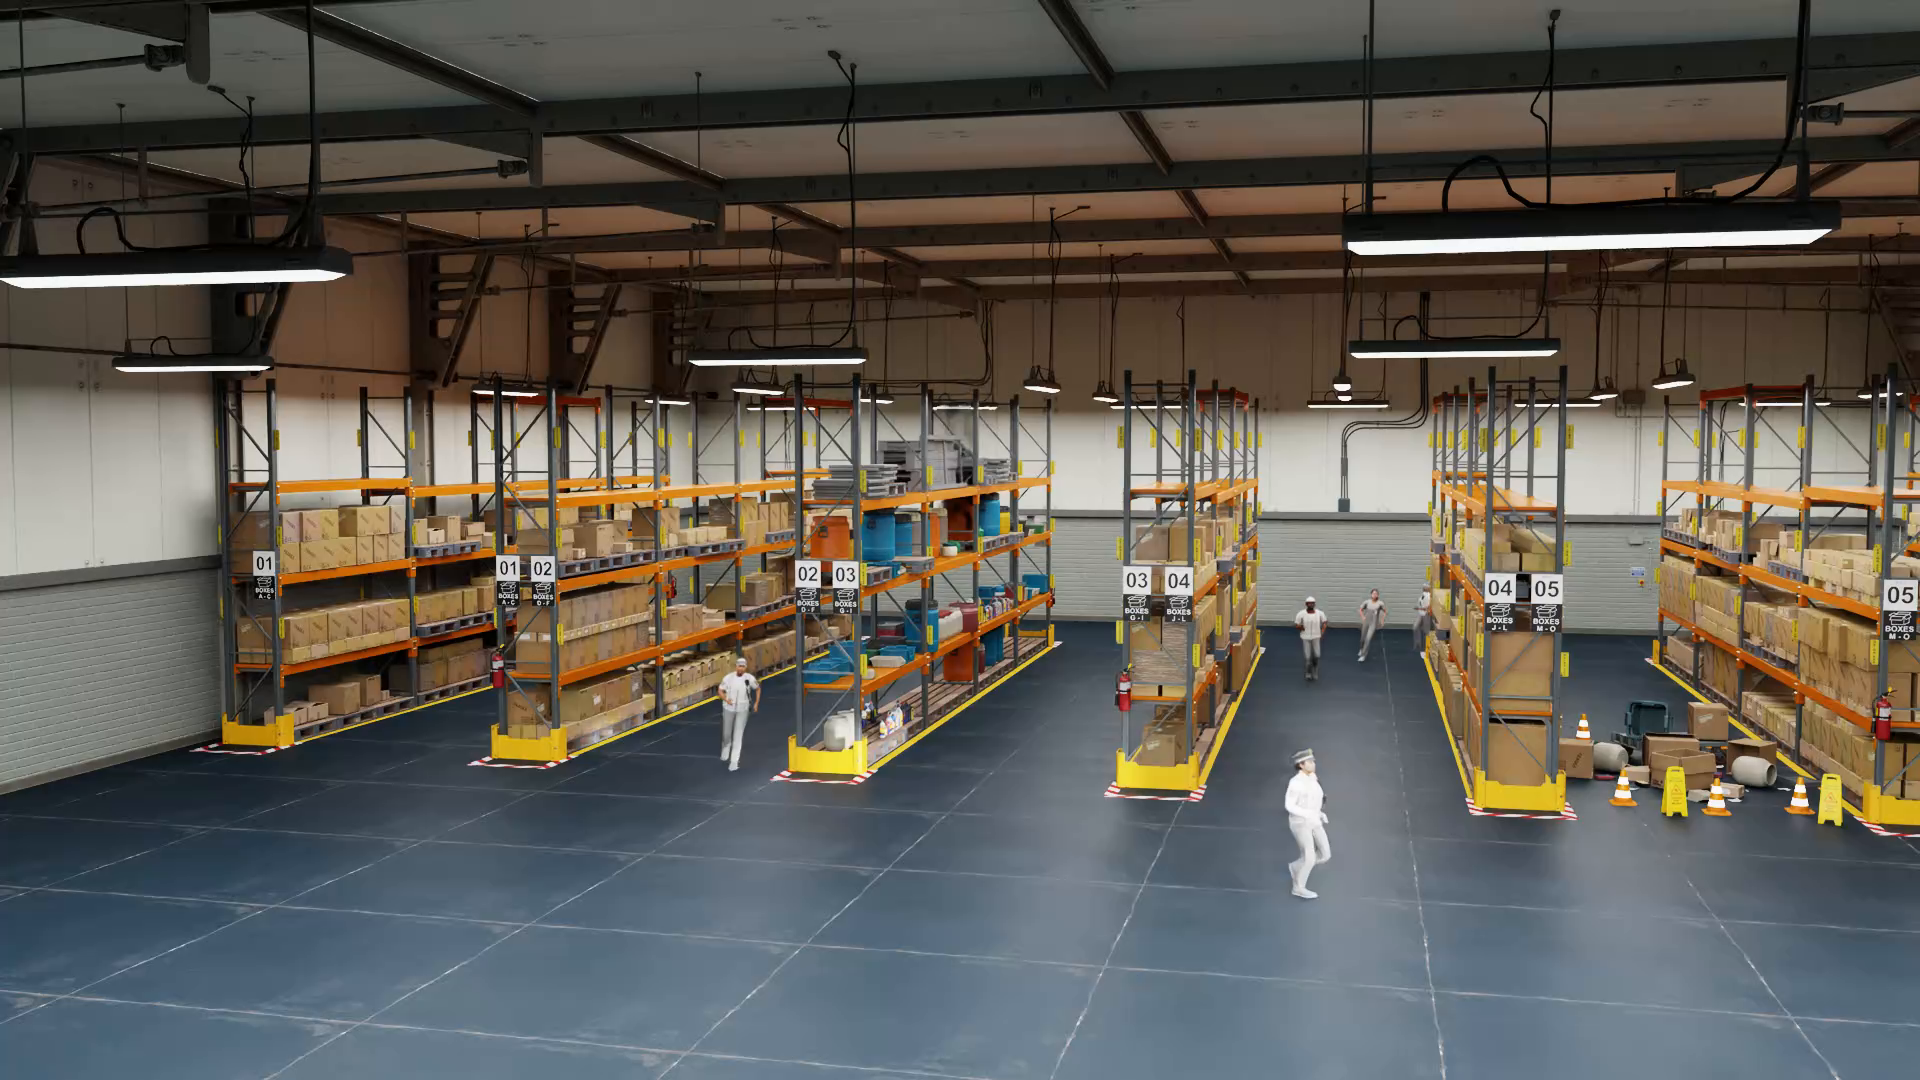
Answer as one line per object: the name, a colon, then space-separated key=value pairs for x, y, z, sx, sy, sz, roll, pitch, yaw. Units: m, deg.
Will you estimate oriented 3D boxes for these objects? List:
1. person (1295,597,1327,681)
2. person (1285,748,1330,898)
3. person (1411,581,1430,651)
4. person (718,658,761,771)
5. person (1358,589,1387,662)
person: x=7.299 y=2.056 z=34.542 sx=0.680 sy=1.750 sz=0.626 roll=0 pitch=3 yaw=7
person: x=3.786 y=3.084 z=18.137 sx=0.539 sy=1.651 sz=0.592 roll=3 pitch=5 yaw=43
person: x=11.052 y=1.824 z=39.354 sx=0.669 sy=1.727 sz=0.583 roll=-1 pitch=3 yaw=-9
person: x=-3.405 y=2.637 z=25.580 sx=0.639 sy=1.670 sz=0.854 roll=0 pitch=3 yaw=-3
person: x=9.343 y=1.915 z=37.718 sx=0.630 sy=1.624 sz=0.902 roll=1 pitch=4 yaw=21
